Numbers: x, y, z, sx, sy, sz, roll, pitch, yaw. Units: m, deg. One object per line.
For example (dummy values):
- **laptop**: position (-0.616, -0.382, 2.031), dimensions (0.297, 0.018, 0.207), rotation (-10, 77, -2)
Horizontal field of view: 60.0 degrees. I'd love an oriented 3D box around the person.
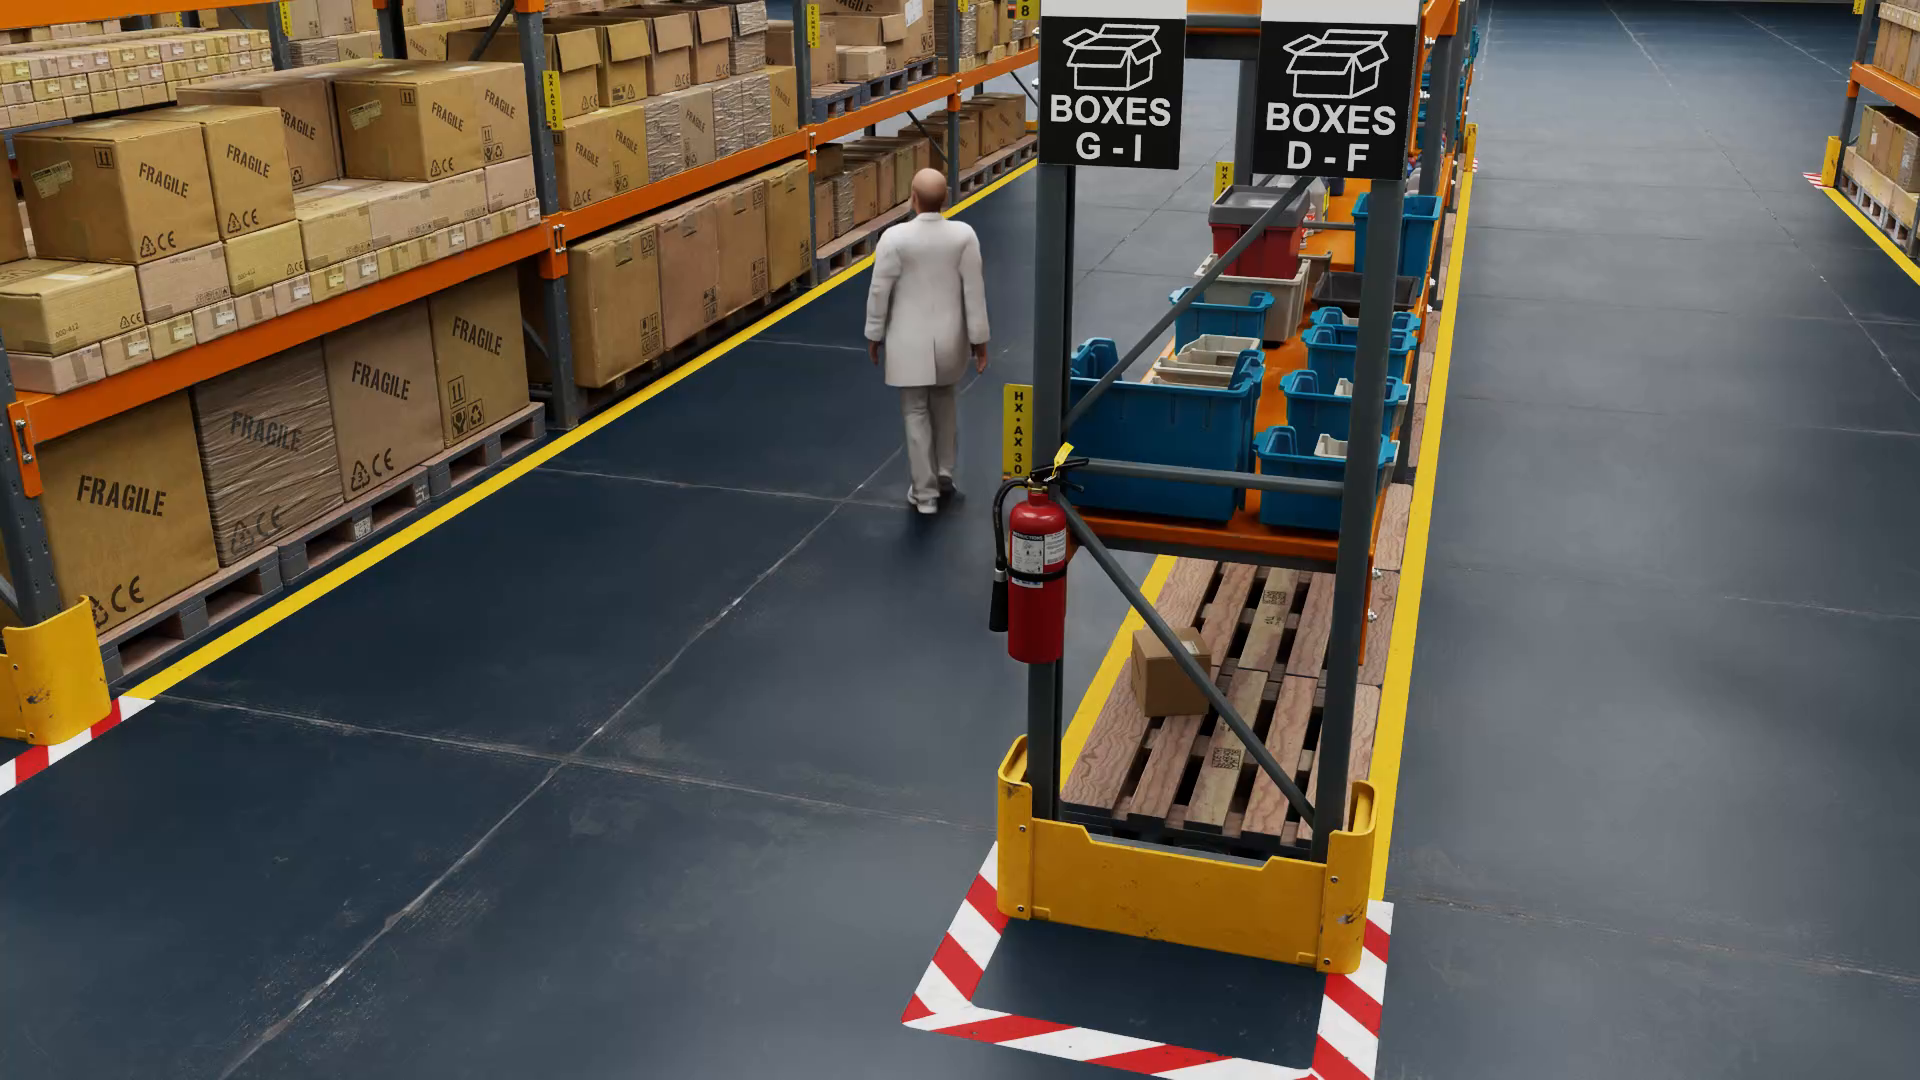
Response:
- **person**: position (-0.175, -1.010, 8.674), dimensions (0.627, 1.843, 0.570), rotation (-6, 22, -15)
